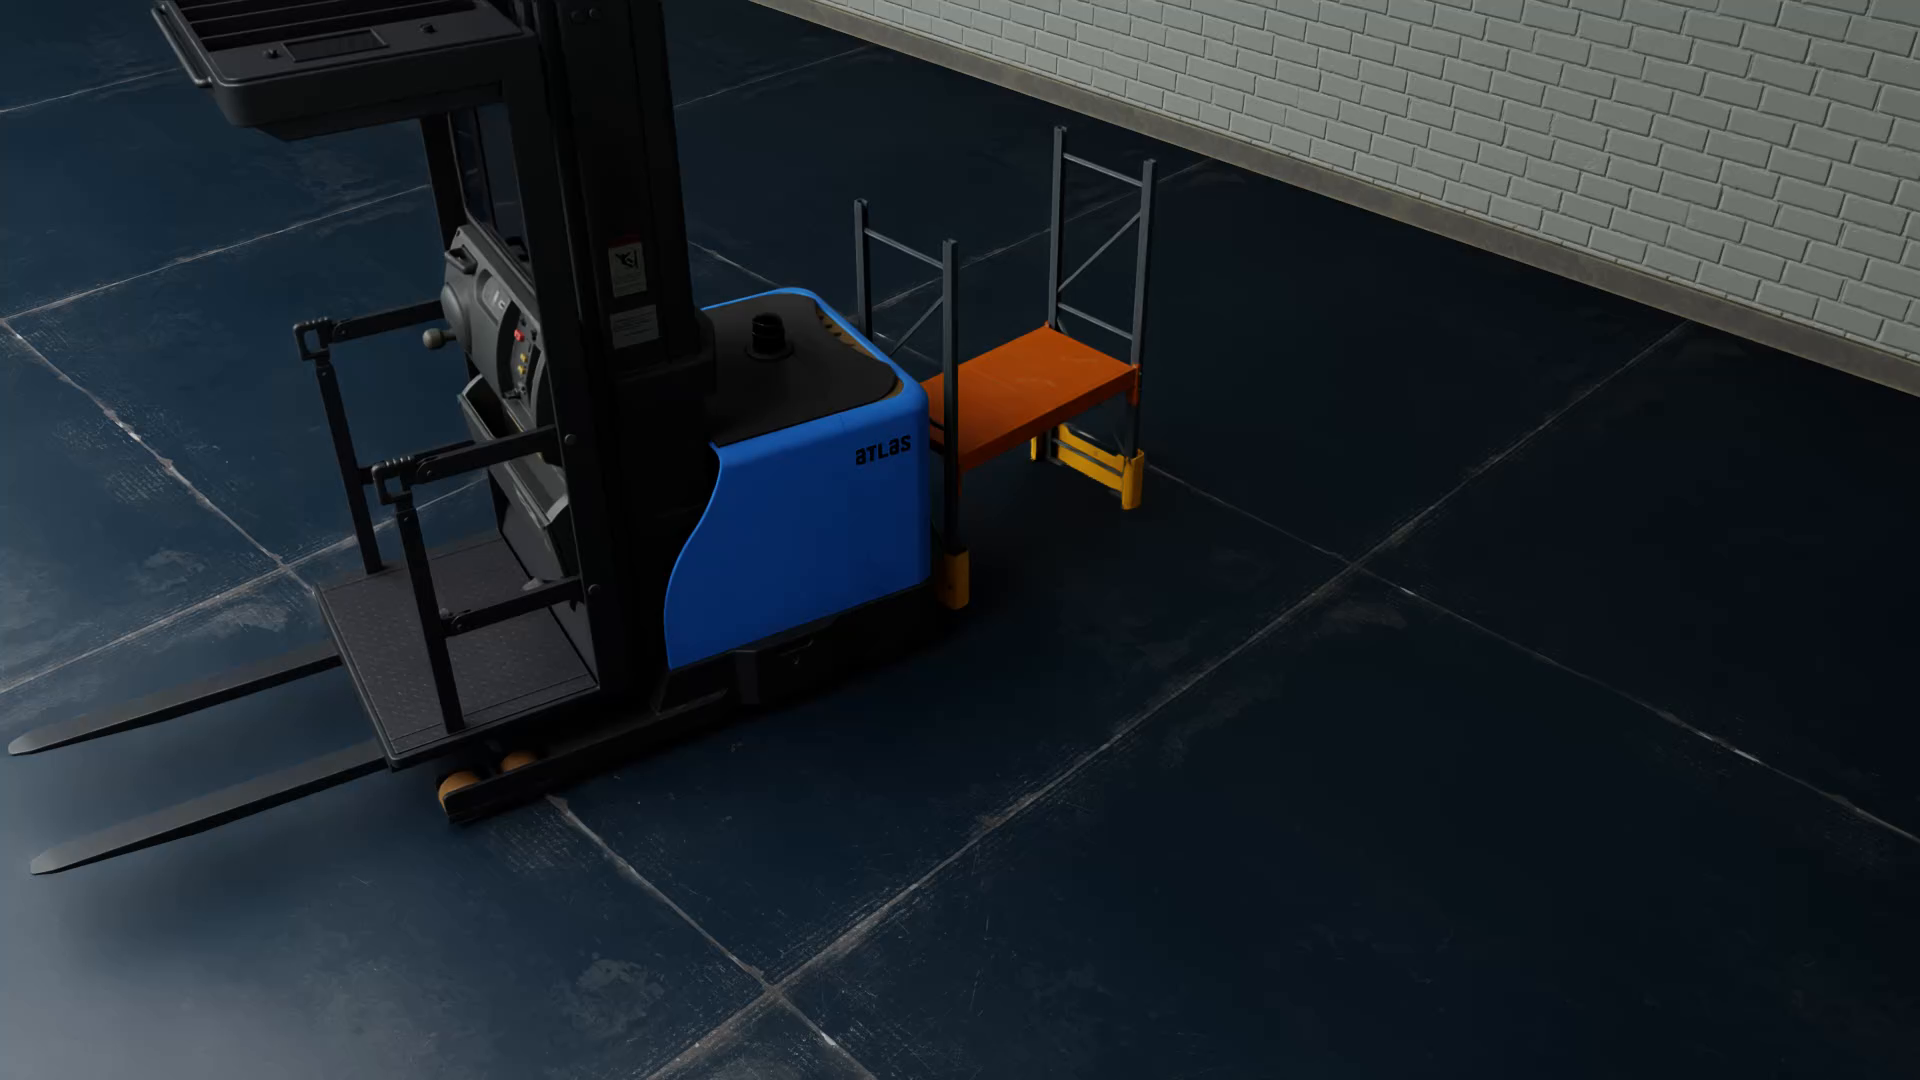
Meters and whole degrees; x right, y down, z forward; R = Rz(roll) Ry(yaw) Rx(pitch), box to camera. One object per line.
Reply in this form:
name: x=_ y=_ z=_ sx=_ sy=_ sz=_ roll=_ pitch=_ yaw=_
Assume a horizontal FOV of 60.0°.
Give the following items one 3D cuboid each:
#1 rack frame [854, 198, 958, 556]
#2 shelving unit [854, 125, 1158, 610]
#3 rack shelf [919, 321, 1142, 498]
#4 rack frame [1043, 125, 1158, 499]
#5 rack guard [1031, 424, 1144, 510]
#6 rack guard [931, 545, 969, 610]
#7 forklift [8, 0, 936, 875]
rack frame: x=-0.190 y=-0.479 z=6.126 sx=0.032 sy=1.500 sz=0.500 roll=-29 pitch=44 yaw=-34
shelving unit: x=0.172 y=-0.676 z=6.408 sx=1.083 sy=1.500 sz=0.587 roll=-29 pitch=44 yaw=-34
rack shelf: x=0.179 y=-0.532 z=6.516 sx=1.000 sy=0.185 sz=0.538 roll=-29 pitch=44 yaw=-34
rack frame: x=0.547 y=-0.880 z=6.700 sx=0.032 sy=1.500 sz=0.500 roll=-29 pitch=44 yaw=-34
rack guard: x=0.533 y=-0.360 z=7.047 sx=0.087 sy=0.250 sz=0.587 roll=-29 pitch=44 yaw=-34
rack guard: x=-0.189 y=0.033 z=6.484 sx=0.087 sy=0.250 sz=0.587 roll=-29 pitch=44 yaw=-34
forklift: x=-1.622 y=-0.630 z=5.091 sx=3.031 sy=2.935 sz=1.130 roll=-19 pitch=39 yaw=-25
